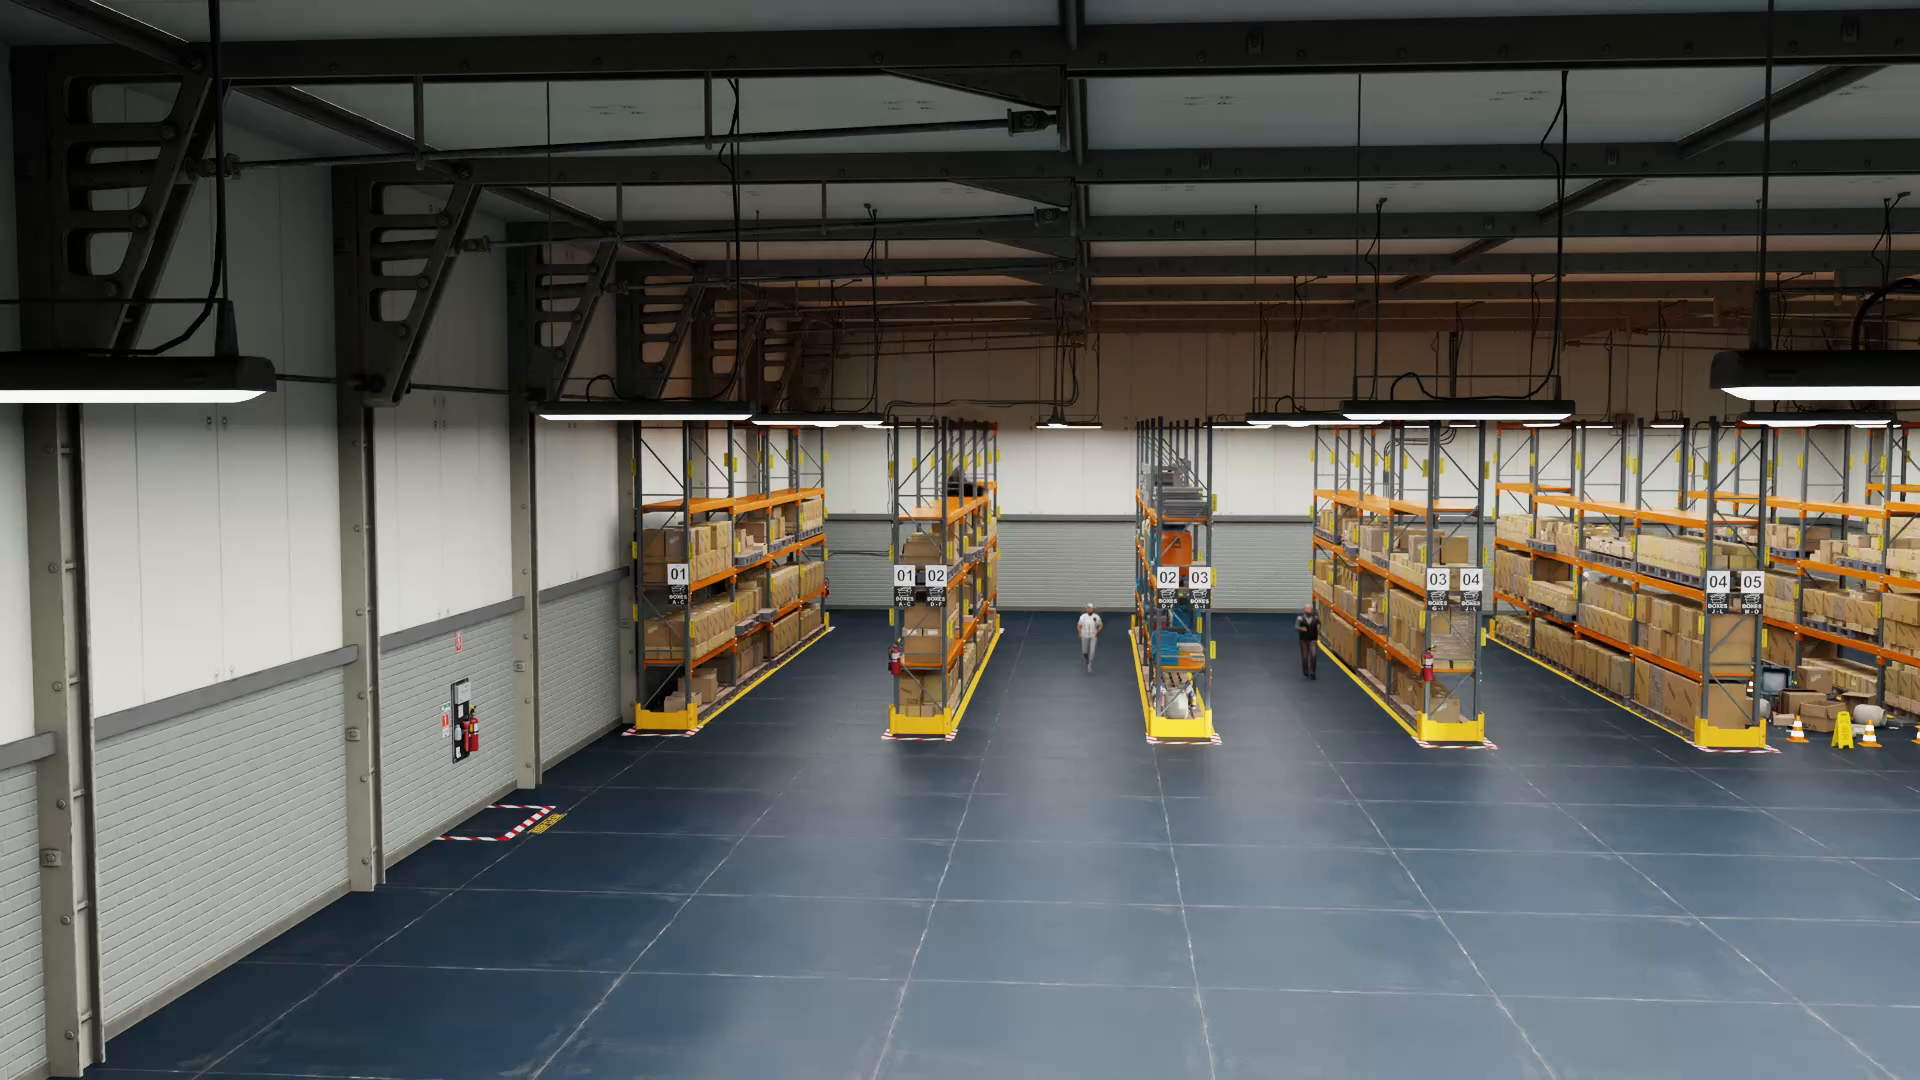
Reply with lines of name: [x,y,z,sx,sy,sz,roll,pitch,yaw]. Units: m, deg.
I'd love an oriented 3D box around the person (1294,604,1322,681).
person: [8.037,2.367,38.401,0.638,1.781,0.777,0,4,7]

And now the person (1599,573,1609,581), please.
person: [18.480,1.778,47.874,0.558,1.657,0.574,-1,4,-12]

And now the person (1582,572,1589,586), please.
person: [17.783,1.768,47.425,0.646,1.718,0.726,1,4,12]

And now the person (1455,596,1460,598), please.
person: [13.962,1.823,47.050,0.611,1.706,0.740,-3,5,-39]

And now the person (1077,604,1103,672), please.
person: [3.101,2.330,39.774,0.600,1.627,0.550,1,4,8]
